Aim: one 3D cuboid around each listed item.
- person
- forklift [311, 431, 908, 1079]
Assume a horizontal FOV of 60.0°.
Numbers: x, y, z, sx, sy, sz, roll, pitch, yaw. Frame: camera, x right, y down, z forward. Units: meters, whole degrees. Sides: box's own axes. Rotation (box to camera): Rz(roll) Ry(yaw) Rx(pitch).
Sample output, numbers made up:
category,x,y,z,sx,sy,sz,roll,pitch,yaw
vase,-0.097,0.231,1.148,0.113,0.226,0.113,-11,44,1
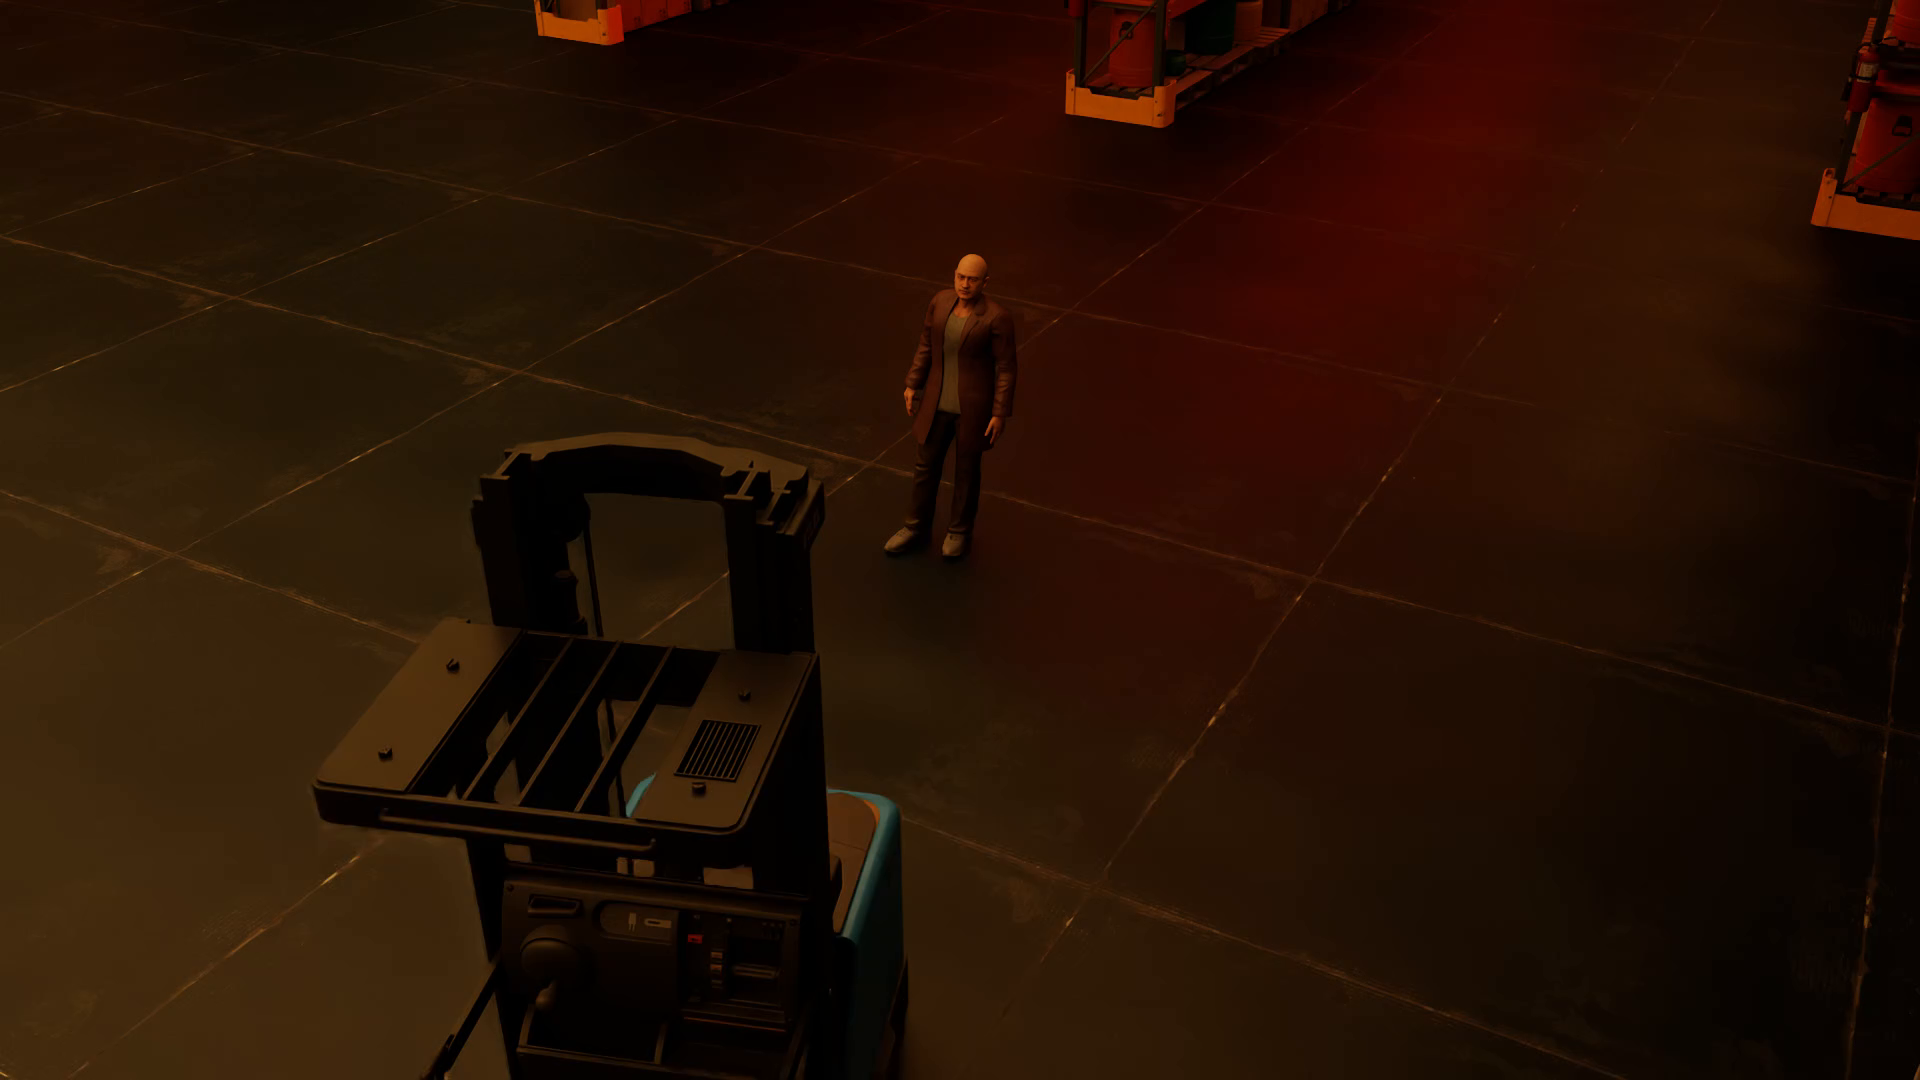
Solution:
category,x,y,z,sx,sy,sz,roll,pitch,yaw
person,-0.048,-0.738,9.488,0.696,1.775,0.582,15,33,25
forklift,-0.965,1.299,4.820,1.130,2.935,3.031,5,30,8
